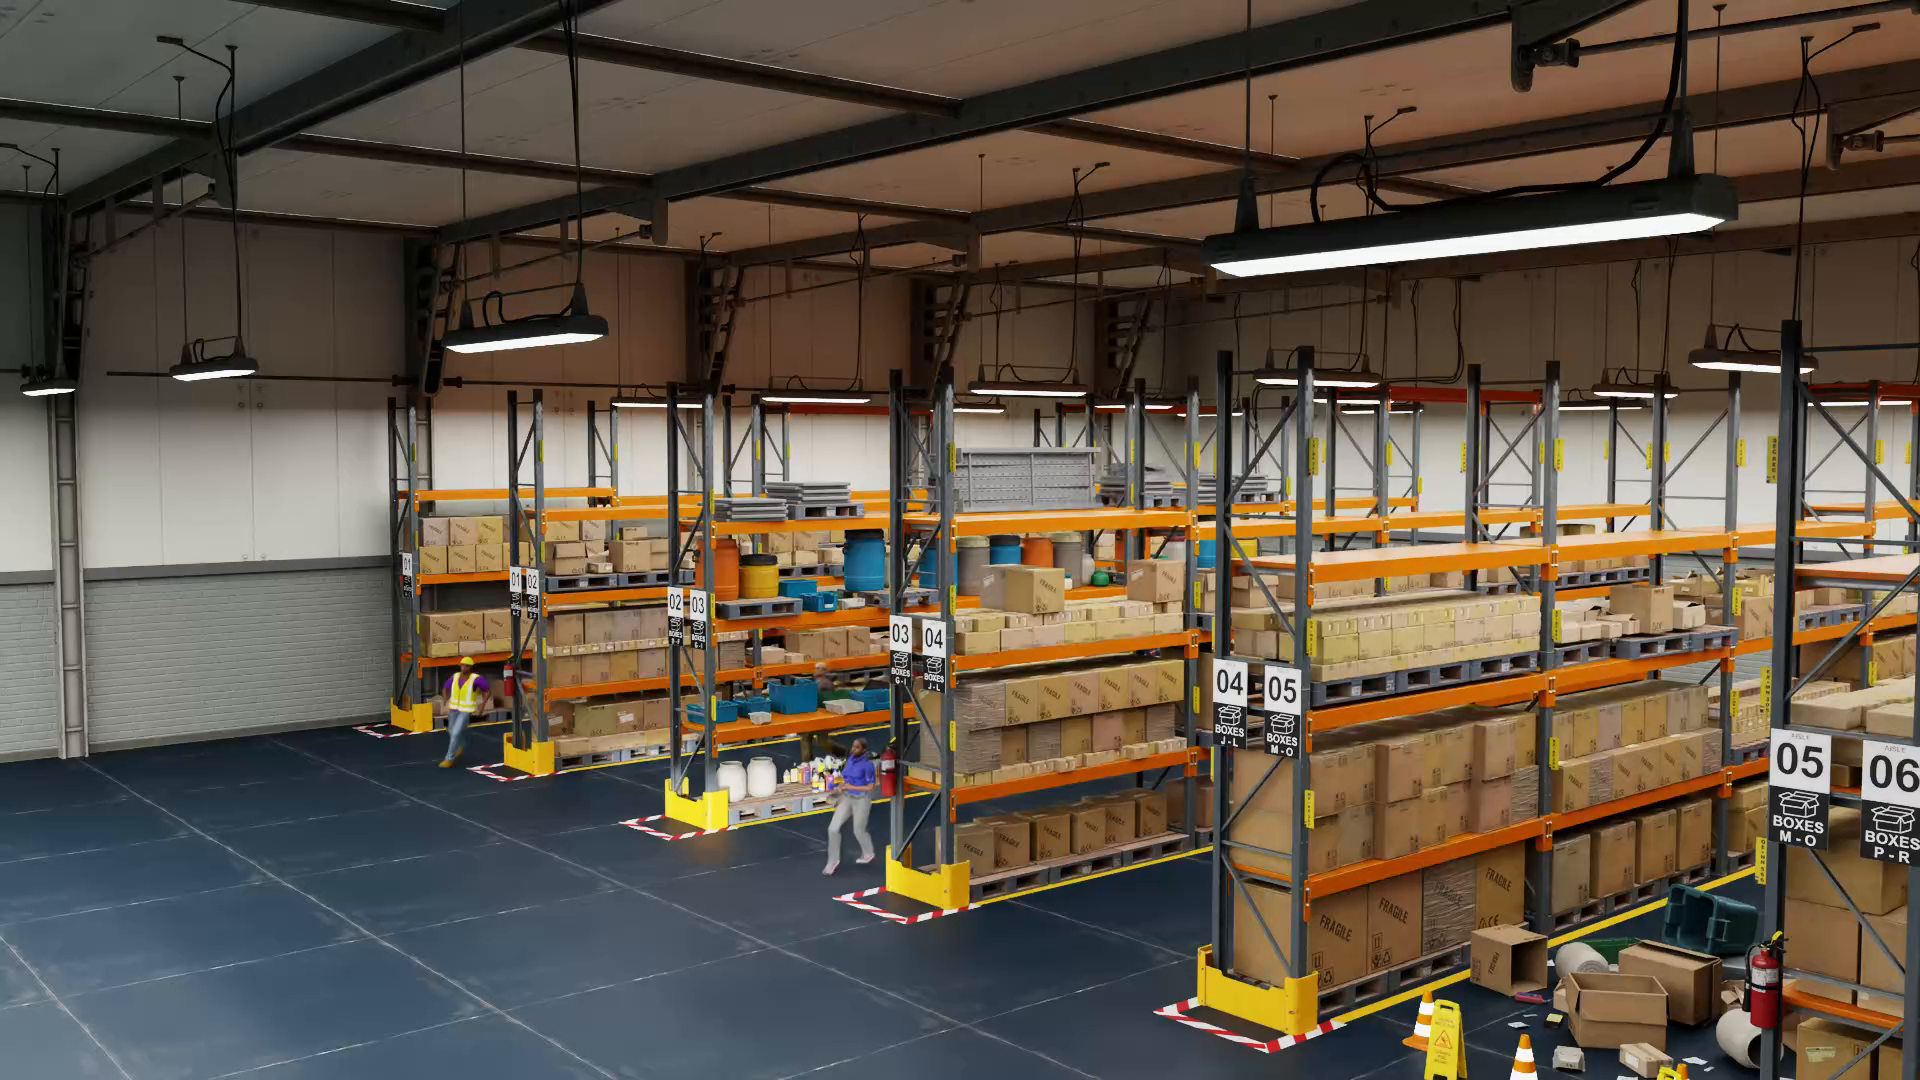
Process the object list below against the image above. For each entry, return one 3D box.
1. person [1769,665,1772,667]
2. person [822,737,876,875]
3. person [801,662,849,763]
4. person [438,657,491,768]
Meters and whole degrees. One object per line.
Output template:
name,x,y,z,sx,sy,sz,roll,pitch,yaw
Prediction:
person,12.522,2.801,25.633,0.634,1.748,0.728,-3,4,-38
person,-1.231,3.202,20.003,0.616,1.700,0.726,2,4,35
person,-2.187,2.770,25.883,0.980,1.752,0.719,-3,4,-42
person,-7.972,2.733,26.647,0.764,1.722,0.962,1,3,11
